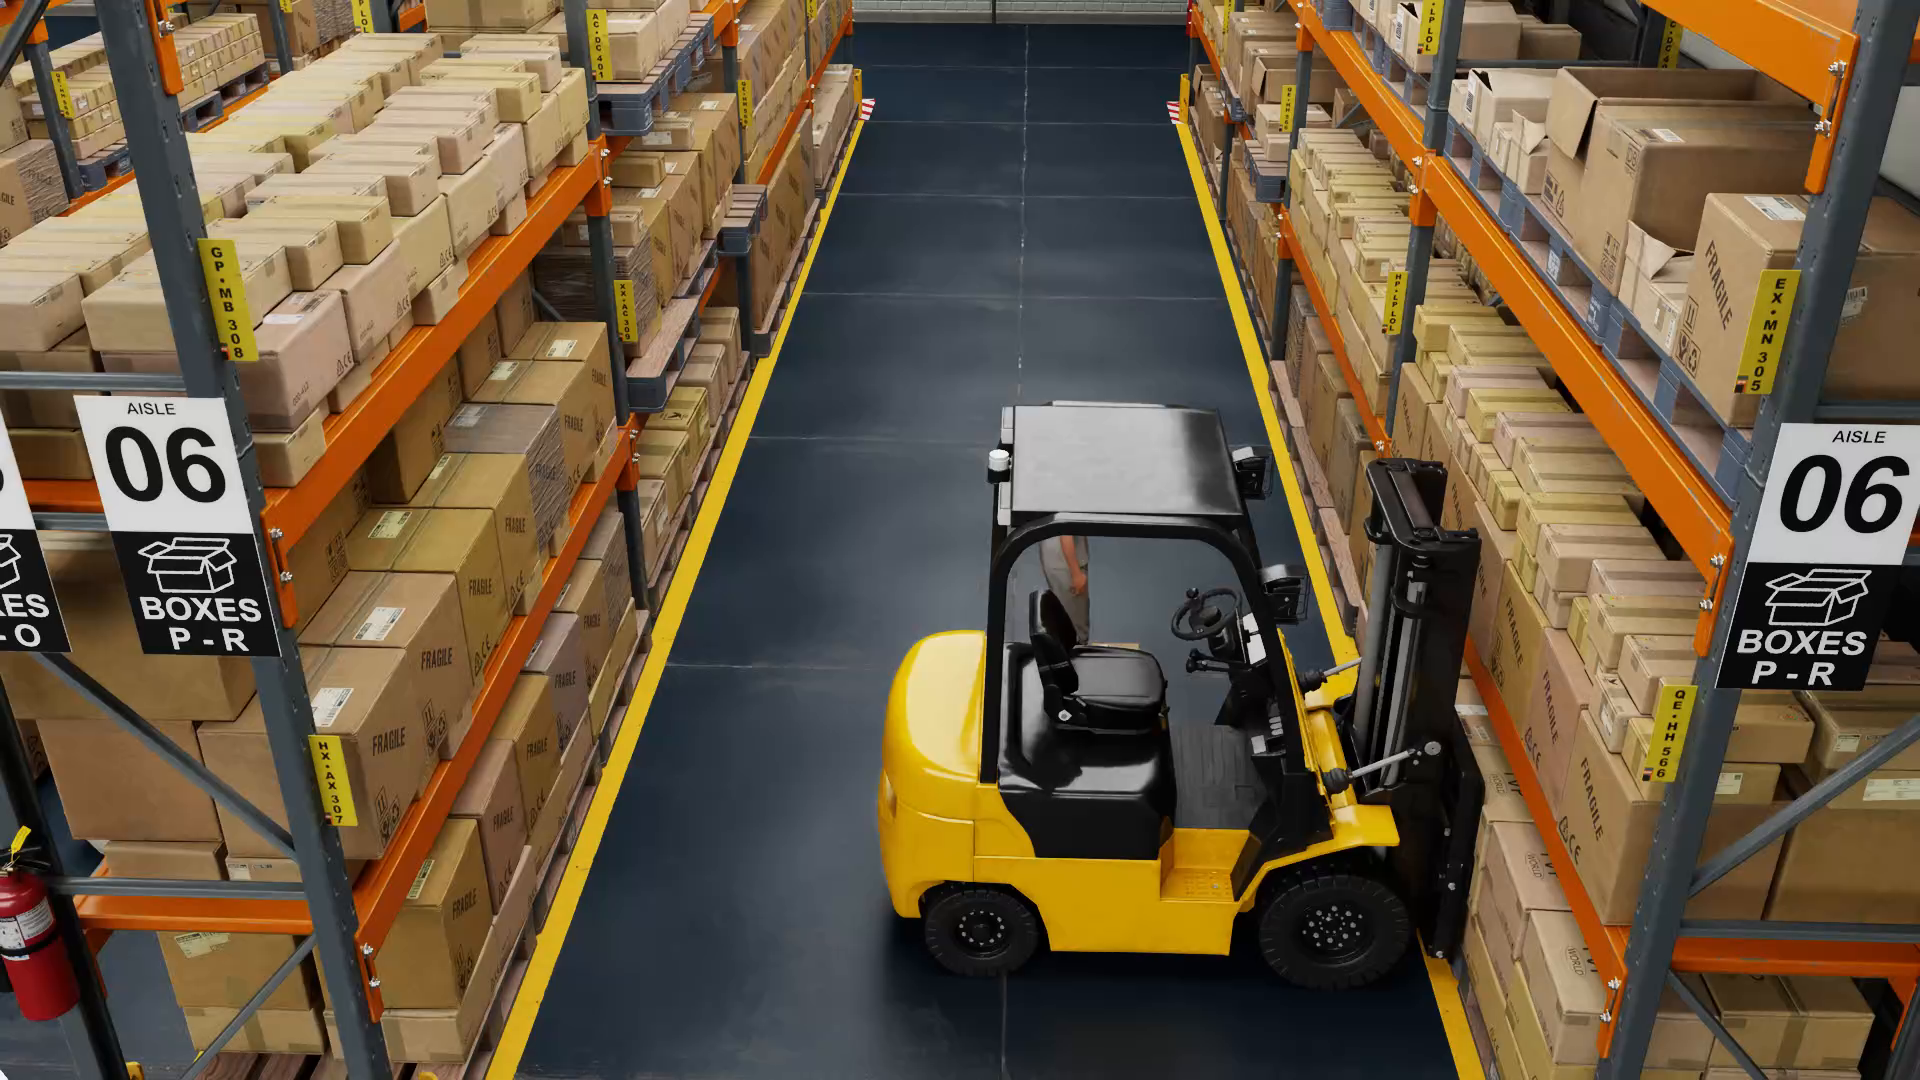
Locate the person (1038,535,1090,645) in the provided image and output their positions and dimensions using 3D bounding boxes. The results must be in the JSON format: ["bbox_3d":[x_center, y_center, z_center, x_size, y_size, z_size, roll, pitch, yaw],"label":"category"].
[{"bbox_3d":[0.571,0.095,8.452,0.358,1.666,0.485,1,28,1],"label":"person"}]
